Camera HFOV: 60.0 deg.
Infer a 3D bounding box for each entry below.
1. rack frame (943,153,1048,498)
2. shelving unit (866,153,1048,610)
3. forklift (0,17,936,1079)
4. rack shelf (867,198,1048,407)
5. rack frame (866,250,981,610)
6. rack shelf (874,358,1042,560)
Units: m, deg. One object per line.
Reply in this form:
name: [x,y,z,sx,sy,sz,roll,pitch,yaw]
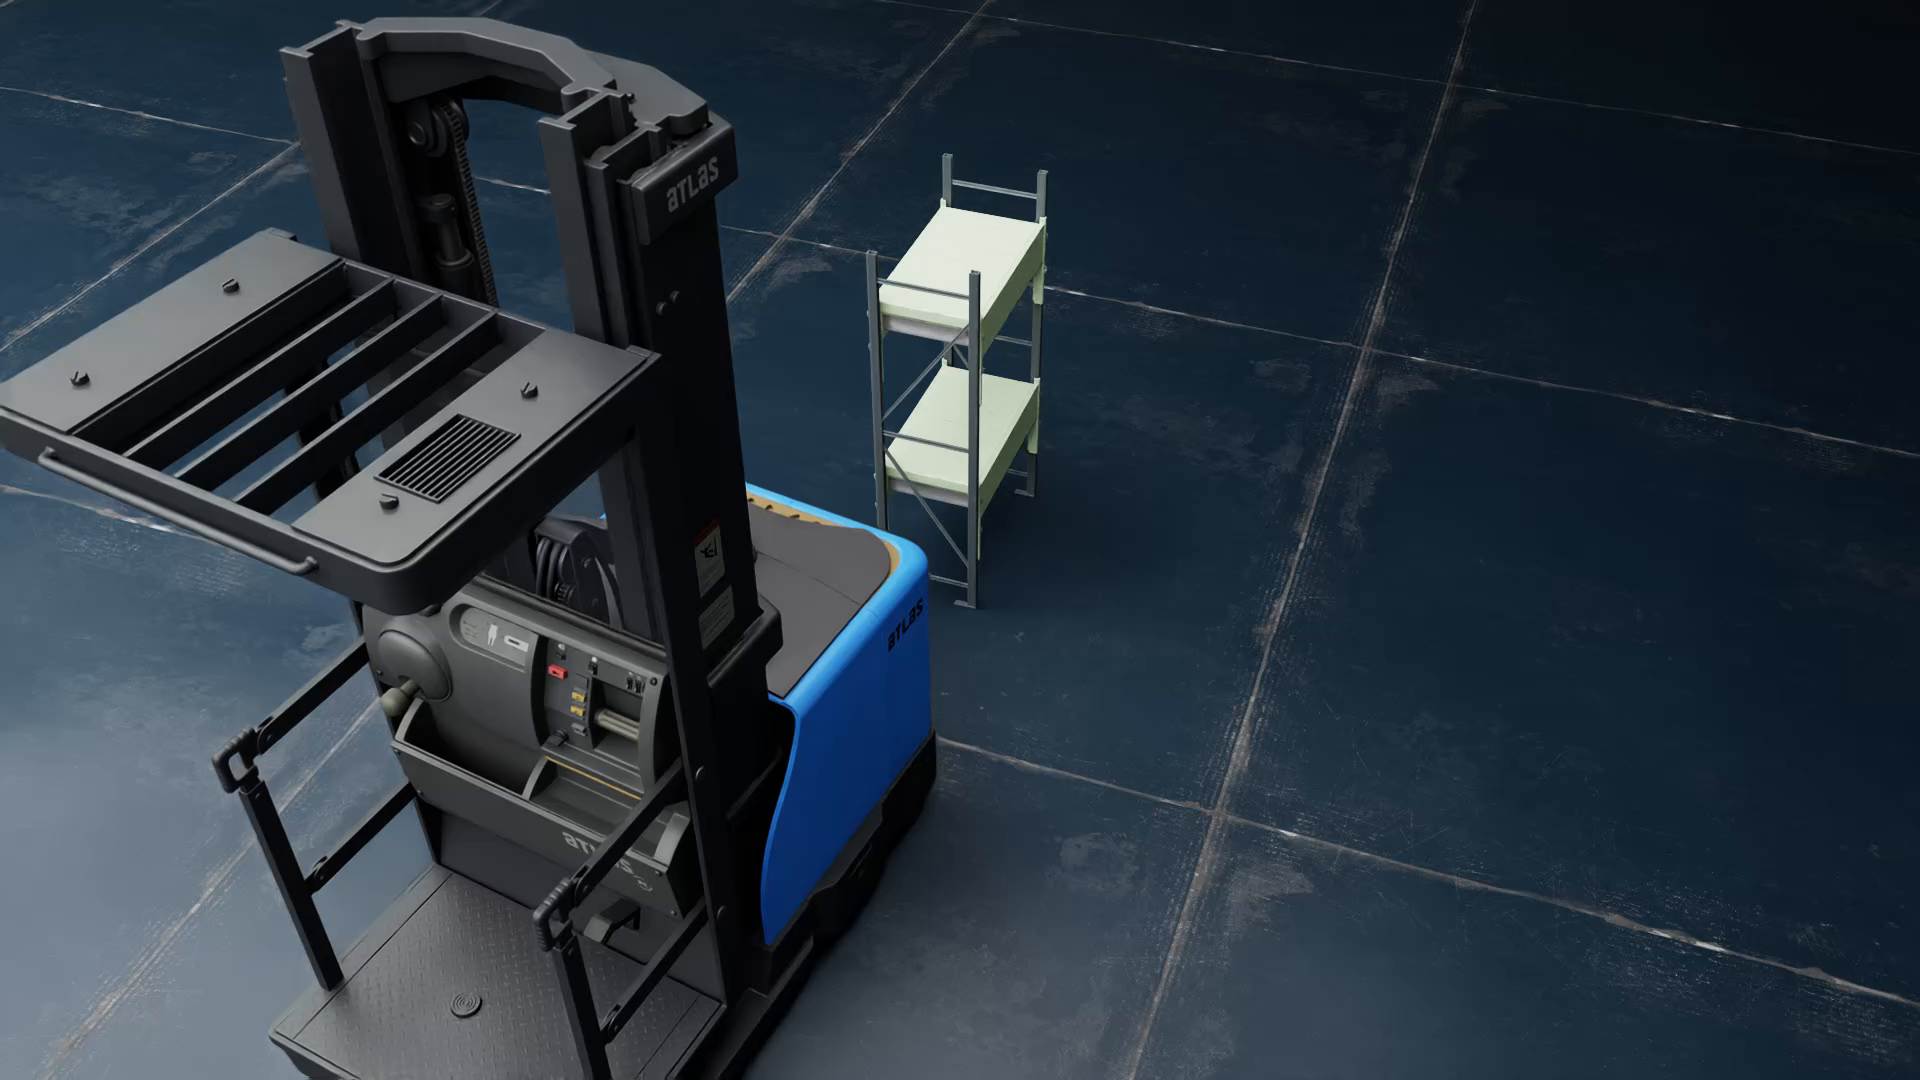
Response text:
rack frame: [0.127,-0.798,6.530,0.400,1.500,0.023,13,42,15]
shelving unit: [0.002,-0.575,6.268,0.431,1.500,0.755,13,42,15]
forklift: [-1.223,0.415,4.005,1.130,2.935,3.031,19,44,21]
rack shelf: [0.002,-0.872,6.015,0.431,0.370,0.720,13,42,15]
rack frame: [-0.123,-0.351,6.006,0.400,1.500,0.023,13,42,15]
rack shelf: [0.002,-0.327,6.480,0.431,0.370,0.720,13,42,15]
